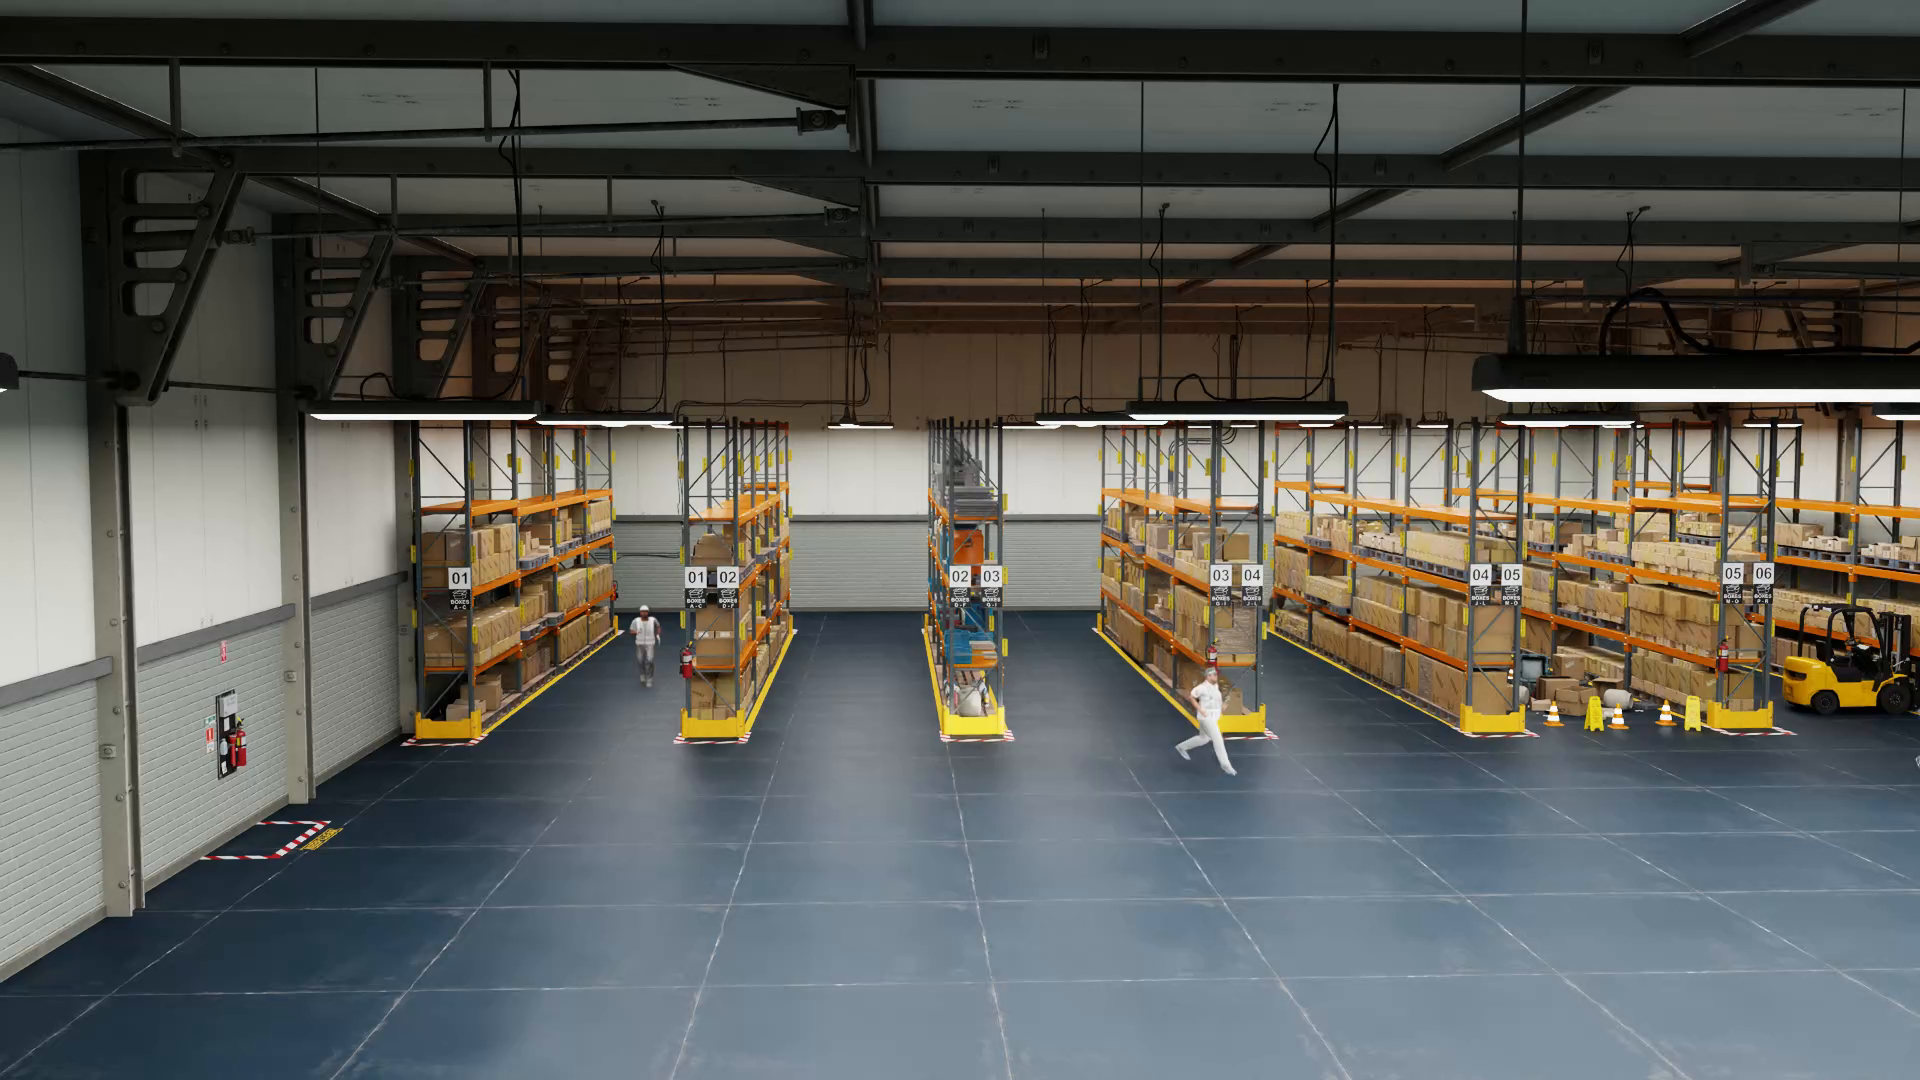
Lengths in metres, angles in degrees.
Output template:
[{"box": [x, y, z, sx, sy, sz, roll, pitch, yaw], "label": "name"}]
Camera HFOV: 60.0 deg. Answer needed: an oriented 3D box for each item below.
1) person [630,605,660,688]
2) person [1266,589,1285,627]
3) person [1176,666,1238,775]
[{"box": [-7.079, 2.372, 37.378, 0.672, 1.814, 0.903, 0, 4, -8], "label": "person"}, {"box": [9.387, 1.699, 48.699, 0.928, 1.801, 0.746, -1, 4, -12], "label": "person"}, {"box": [4.179, 3.016, 28.086, 1.139, 1.808, 0.628, 2, 4, 23], "label": "person"}]
